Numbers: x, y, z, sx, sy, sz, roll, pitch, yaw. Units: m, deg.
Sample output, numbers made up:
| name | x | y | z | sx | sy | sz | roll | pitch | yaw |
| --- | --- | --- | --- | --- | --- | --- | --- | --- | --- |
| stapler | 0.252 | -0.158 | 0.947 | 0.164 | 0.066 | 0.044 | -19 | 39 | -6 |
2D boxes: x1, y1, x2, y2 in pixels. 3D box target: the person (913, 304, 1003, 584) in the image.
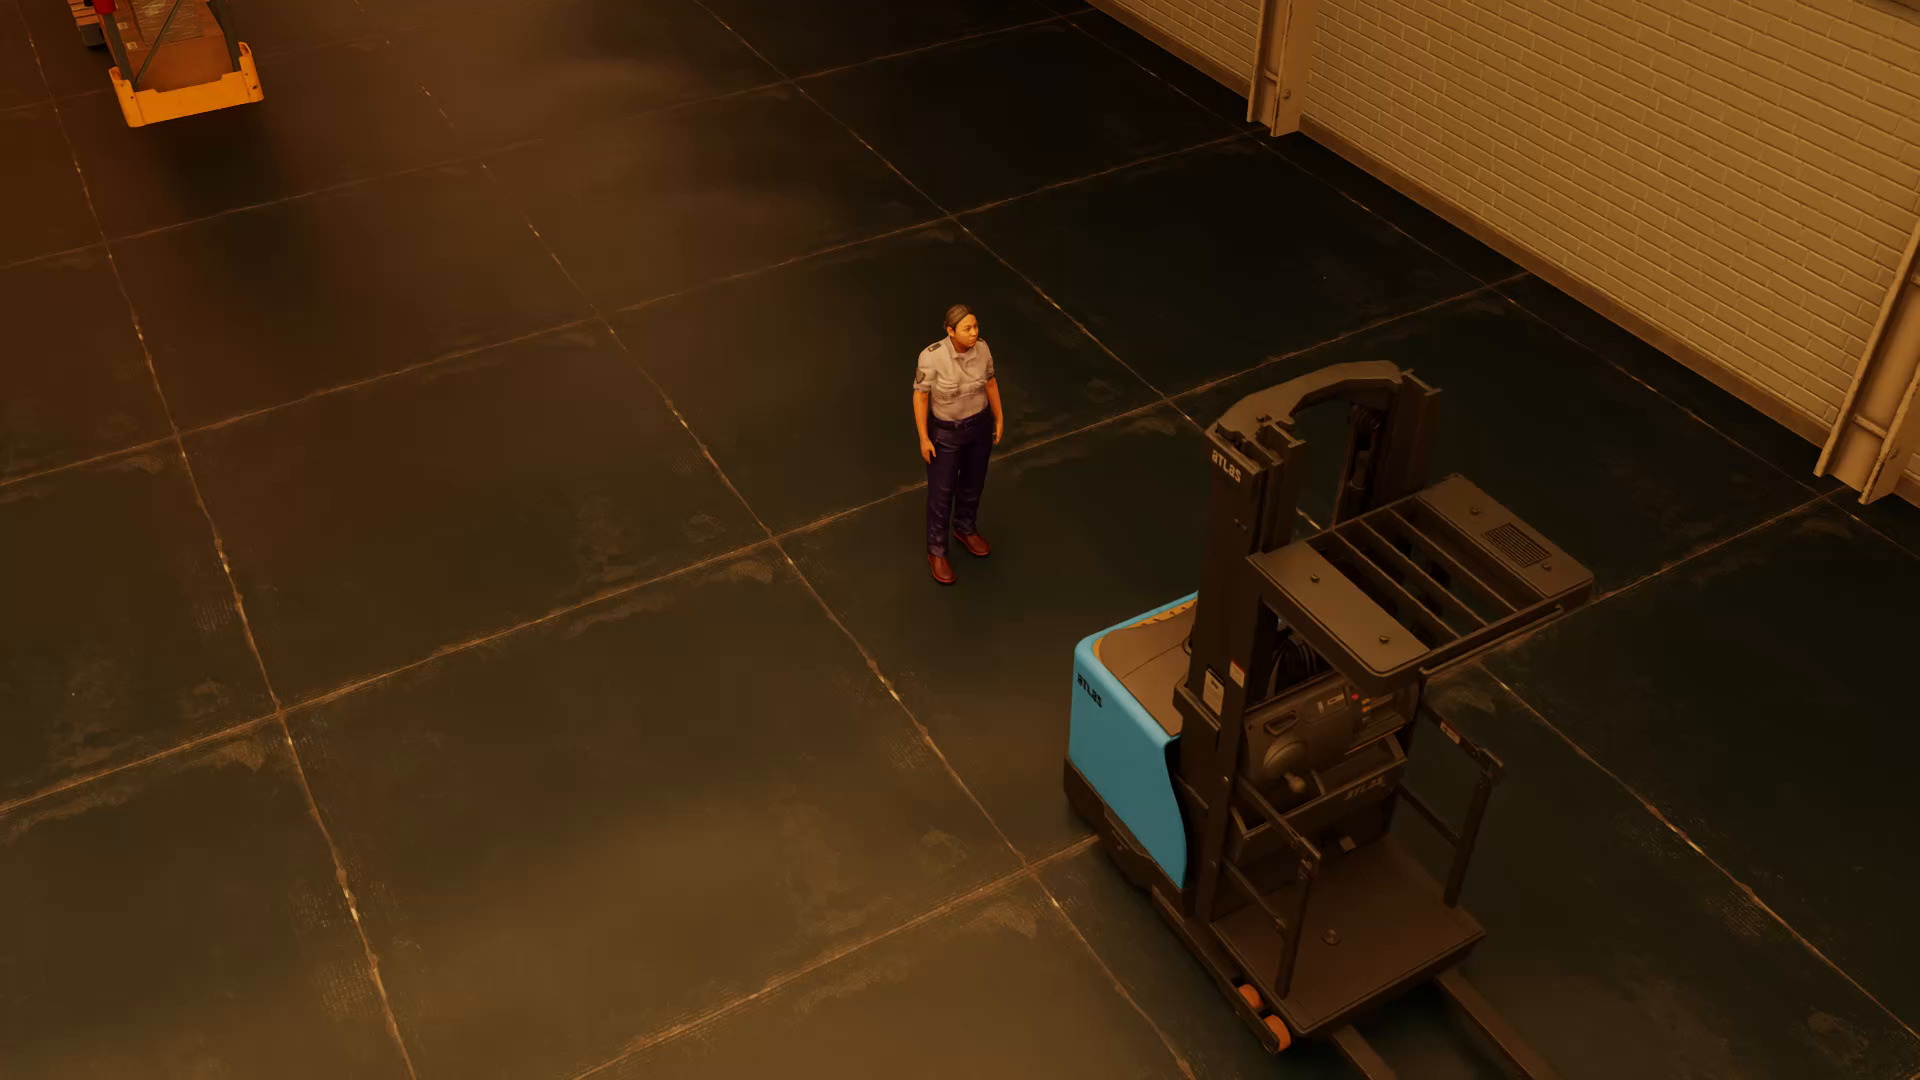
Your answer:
| name | x | y | z | sx | sy | sz | roll | pitch | yaw |
| --- | --- | --- | --- | --- | --- | --- | --- | --- | --- |
| person | 0.025 | -0.582 | 9.733 | 0.598 | 1.651 | 0.502 | -20 | 44 | -23 |

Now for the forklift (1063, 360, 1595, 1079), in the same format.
| name | x | y | z | sx | sy | sz | roll | pitch | yaw |
| --- | --- | --- | --- | --- | --- | --- | --- | --- | --- |
| forklift | 1.711 | 0.851 | 7.010 | 1.130 | 2.935 | 3.031 | -20 | 44 | -23 |
